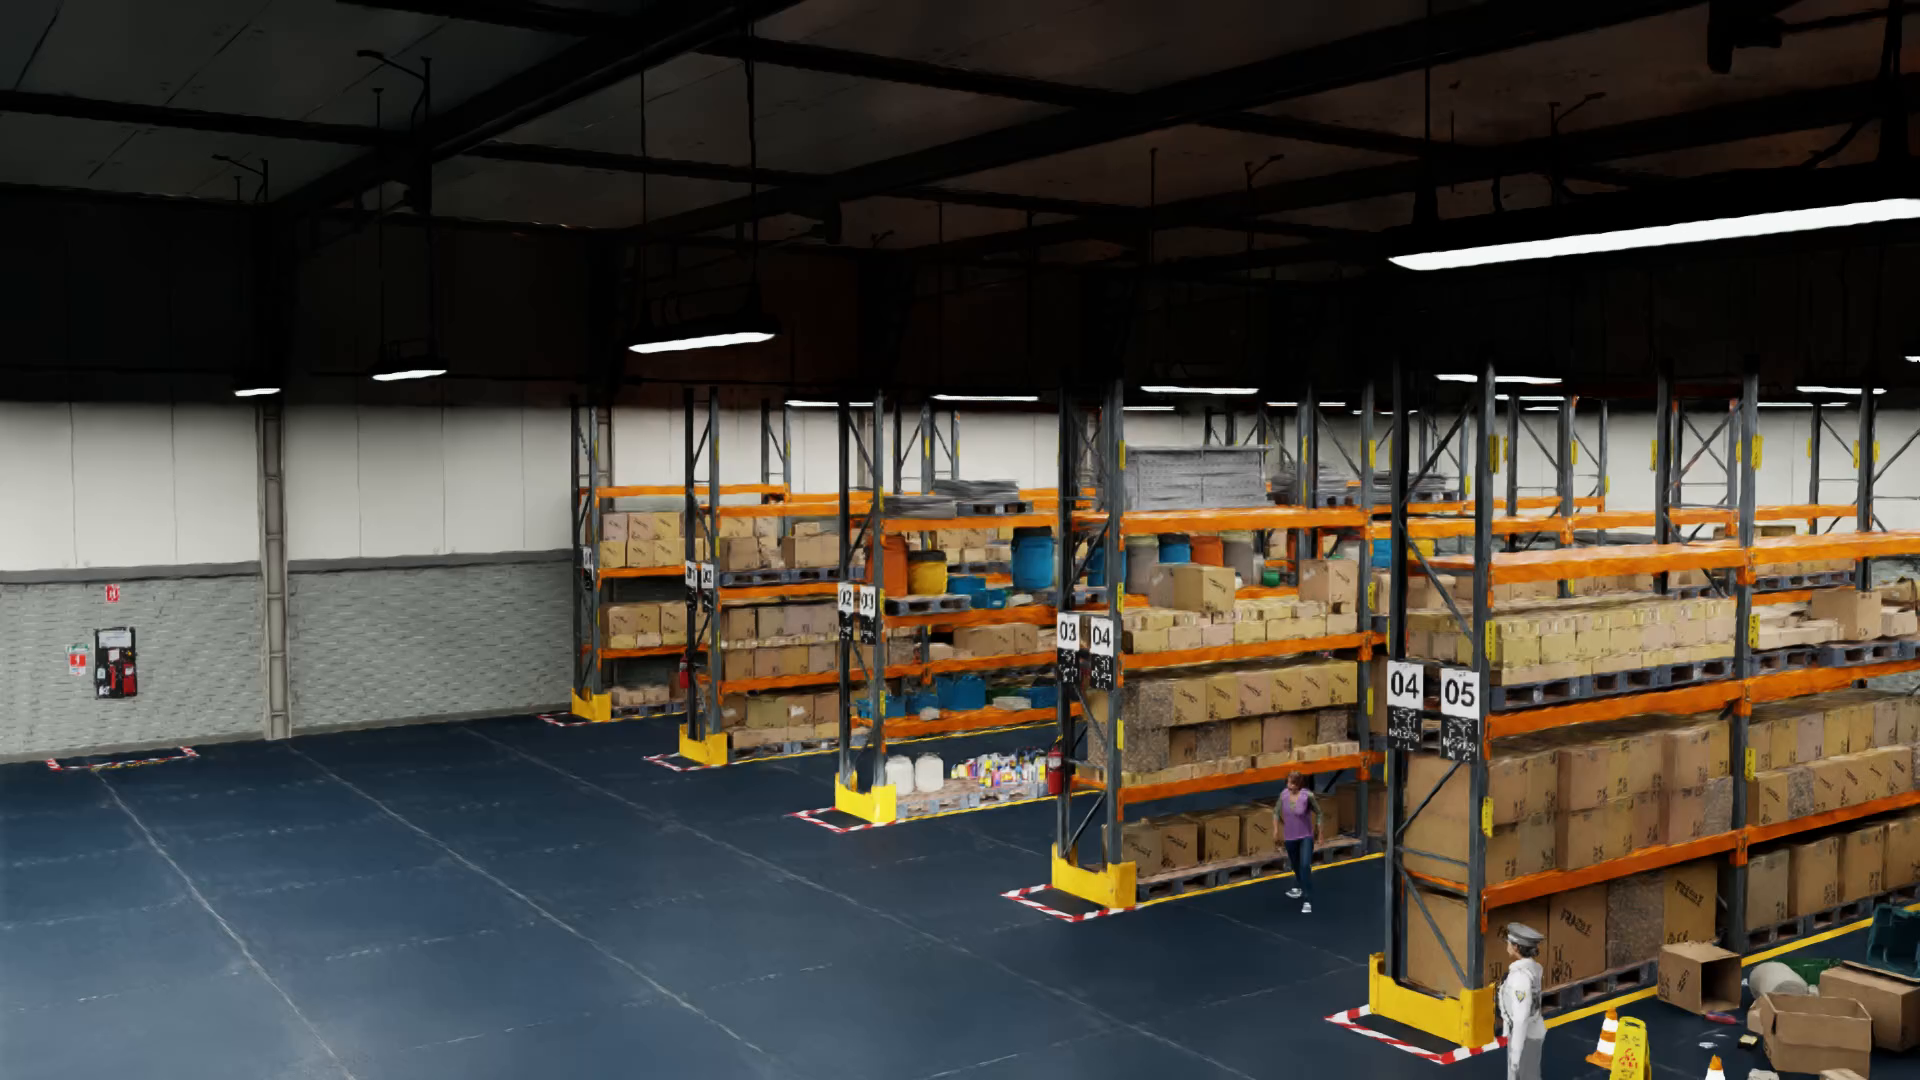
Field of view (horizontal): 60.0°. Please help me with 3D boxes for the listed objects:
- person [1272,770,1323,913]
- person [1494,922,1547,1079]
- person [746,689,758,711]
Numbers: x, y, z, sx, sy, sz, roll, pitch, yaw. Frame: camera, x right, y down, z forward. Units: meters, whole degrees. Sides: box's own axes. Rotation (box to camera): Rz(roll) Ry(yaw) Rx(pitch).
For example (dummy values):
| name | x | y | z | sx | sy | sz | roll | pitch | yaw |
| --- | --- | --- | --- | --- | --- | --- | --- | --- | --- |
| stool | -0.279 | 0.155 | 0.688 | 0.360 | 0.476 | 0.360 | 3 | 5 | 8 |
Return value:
| name | x | y | z | sx | sy | sz | roll | pitch | yaw |
| --- | --- | --- | --- | --- | --- | --- | --- | --- | --- |
| person | 3.770 | 3.278 | 18.416 | 0.554 | 1.525 | 0.785 | 3 | 4 | 38 |
| person | 4.133 | 3.618 | 11.984 | 0.522 | 1.664 | 0.569 | 2 | 4 | 28 |
| person | -3.898 | 2.502 | 31.233 | 0.660 | 1.560 | 0.785 | 2 | 4 | 35 |
